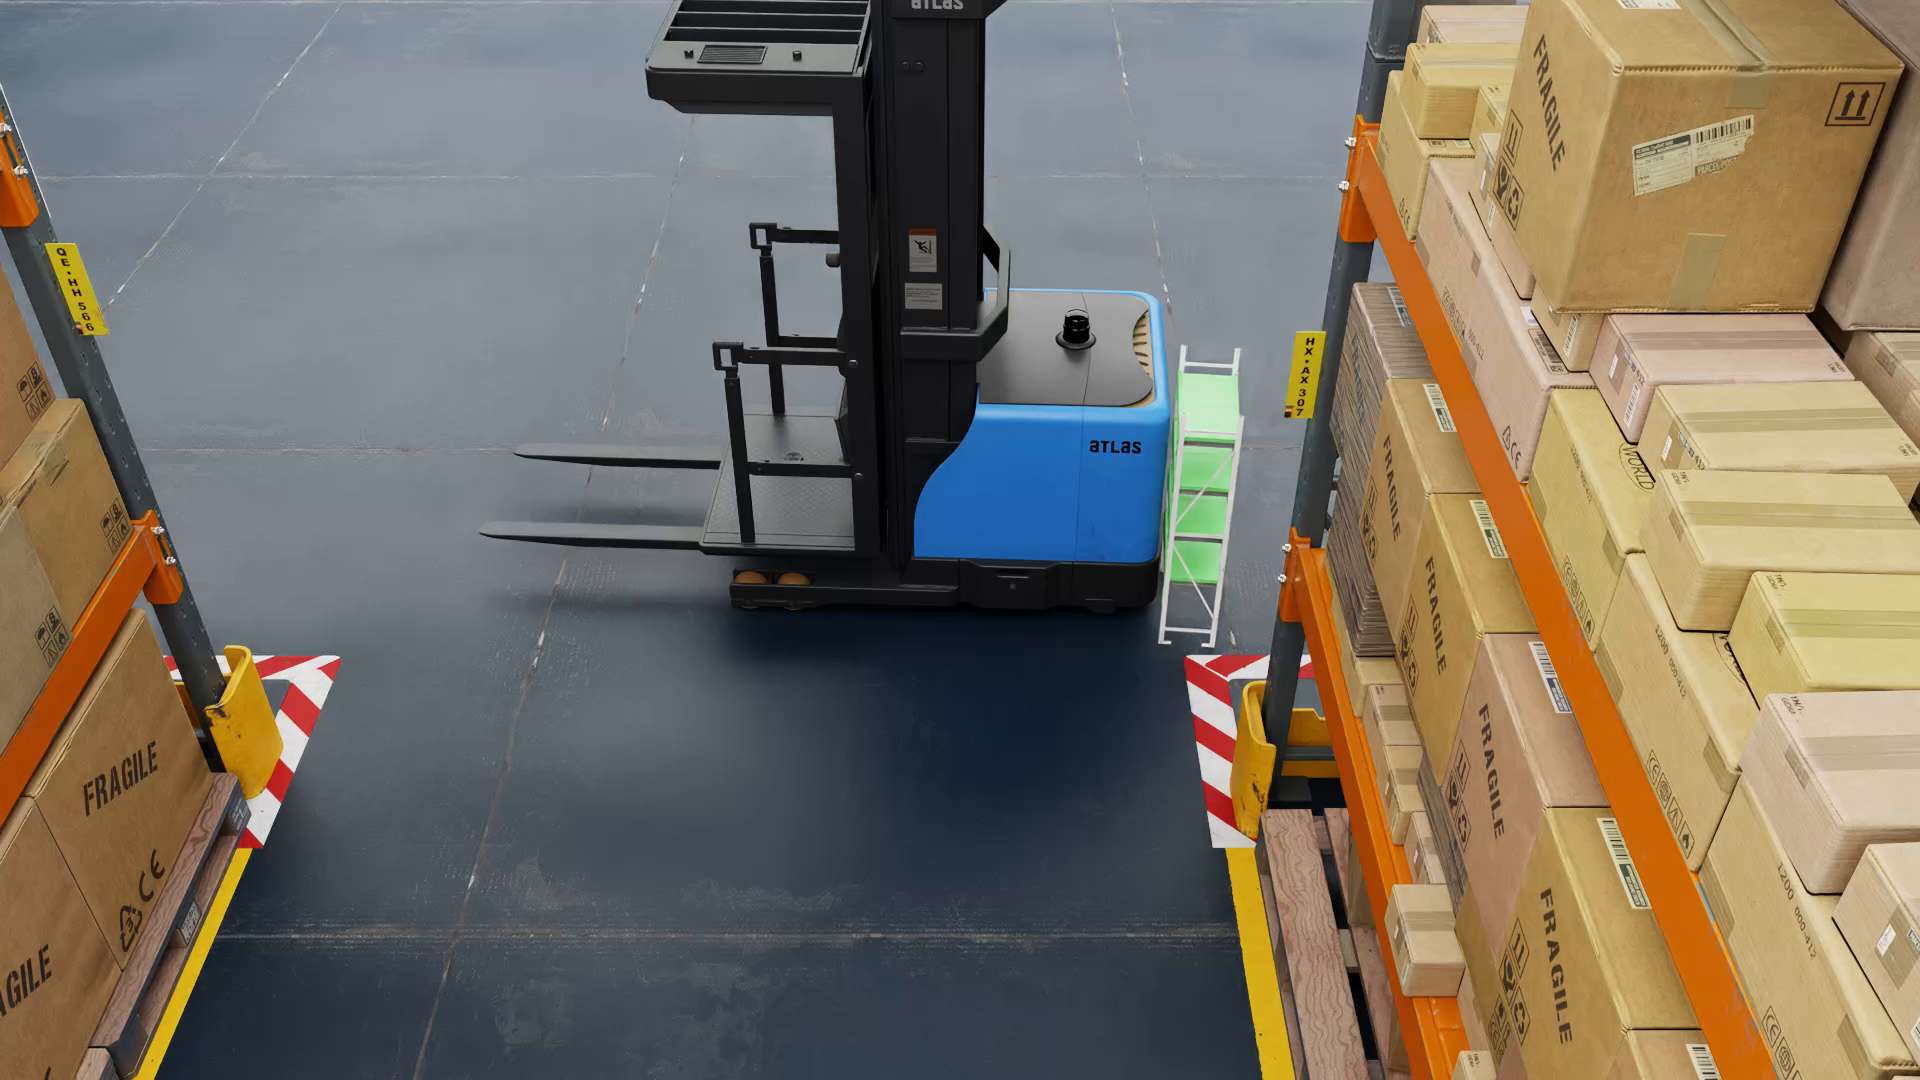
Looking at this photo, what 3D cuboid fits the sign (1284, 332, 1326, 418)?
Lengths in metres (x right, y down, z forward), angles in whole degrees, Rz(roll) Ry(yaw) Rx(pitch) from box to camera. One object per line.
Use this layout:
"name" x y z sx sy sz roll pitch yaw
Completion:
"sign" 1.104 -0.525 5.315 0.100 0.325 0.005 0 39 0

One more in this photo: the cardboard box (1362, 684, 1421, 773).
"cardboard box" 1.396 0.558 4.857 0.380 0.149 0.250 0 39 0

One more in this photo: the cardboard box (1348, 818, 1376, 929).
"cardboard box" 1.631 1.014 5.749 0.500 0.500 0.500 7 39 8

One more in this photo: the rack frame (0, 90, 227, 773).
"rack frame" -3.313 -0.248 5.660 1.000 3.000 0.127 0 39 0

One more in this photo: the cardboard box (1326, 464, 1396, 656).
"cardboard box" 1.620 0.001 5.032 0.875 0.500 0.500 0 39 0

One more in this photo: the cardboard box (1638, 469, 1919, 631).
"cardboard box" 1.356 0.019 2.730 0.380 0.149 0.250 2 39 2

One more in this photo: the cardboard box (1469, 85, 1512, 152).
"cardboard box" 1.443 -0.963 3.956 0.380 0.149 0.250 -1 39 -1

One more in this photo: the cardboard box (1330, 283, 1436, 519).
"cardboard box" 1.375 -0.389 4.719 0.500 0.500 0.500 0 39 0

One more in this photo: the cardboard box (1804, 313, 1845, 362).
"cardboard box" 1.897 -0.366 3.529 0.500 0.250 0.500 1 39 1

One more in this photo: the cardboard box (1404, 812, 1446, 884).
"cardboard box" 1.417 0.870 4.466 0.380 0.149 0.250 0 39 0

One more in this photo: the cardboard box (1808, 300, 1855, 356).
"cardboard box" 1.954 -0.468 3.338 0.380 0.149 0.250 -2 39 -2

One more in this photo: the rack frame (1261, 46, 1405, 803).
"rack frame" 1.647 -0.188 5.586 1.000 3.000 0.127 0 39 0

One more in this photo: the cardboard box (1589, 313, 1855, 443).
"cardboard box" 1.430 -0.314 3.145 0.380 0.149 0.250 0 39 -1

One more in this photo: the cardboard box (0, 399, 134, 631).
"cardboard box" -3.267 -0.074 5.324 0.875 0.550 0.550 0 39 0

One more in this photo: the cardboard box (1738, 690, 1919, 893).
"cardboard box" 1.340 0.346 2.322 0.380 0.149 0.250 -1 39 -1

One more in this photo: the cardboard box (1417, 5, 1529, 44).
"cardboard box" 1.416 -1.283 4.355 0.380 0.149 0.250 0 39 0

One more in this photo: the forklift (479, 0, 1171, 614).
"forklift" -0.625 -1.163 6.857 3.031 2.935 1.130 2 39 2

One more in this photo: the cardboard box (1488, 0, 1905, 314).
"cardboard box" 1.379 -0.780 3.208 0.500 0.500 0.500 0 39 0

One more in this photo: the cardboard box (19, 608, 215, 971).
"cardboard box" -3.246 0.842 5.664 0.875 0.875 0.875 0 39 0

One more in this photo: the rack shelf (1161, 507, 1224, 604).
"rack shelf" 1.003 0.070 7.189 0.258 0.148 0.480 4 39 5

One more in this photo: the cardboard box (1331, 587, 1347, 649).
"cardboard box" 1.390 0.245 5.247 0.380 0.149 0.250 0 39 0

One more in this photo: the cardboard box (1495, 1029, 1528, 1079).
"cardboard box" 1.646 1.252 3.472 0.875 0.500 0.500 0 39 0

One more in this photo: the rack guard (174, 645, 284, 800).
"rack guard" -3.313 0.713 6.461 1.175 0.500 0.348 0 39 0

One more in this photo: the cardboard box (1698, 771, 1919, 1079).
"cardboard box" 1.400 0.590 2.336 0.500 0.250 0.500 1 39 1

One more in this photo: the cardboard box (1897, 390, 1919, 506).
"cardboard box" 1.886 -0.134 2.921 0.380 0.149 0.250 1 39 1

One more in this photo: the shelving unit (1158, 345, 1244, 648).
"shelving unit" 1.003 -0.167 6.999 0.258 1.200 0.503 4 39 5

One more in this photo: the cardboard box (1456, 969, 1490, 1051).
"cardboard box" 1.447 1.183 4.076 0.380 0.149 0.250 0 39 0

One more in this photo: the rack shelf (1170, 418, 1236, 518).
"rack shelf" 1.003 -0.305 6.889 0.258 0.148 0.480 4 39 5

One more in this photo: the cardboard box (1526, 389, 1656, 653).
"cardboard box" 1.398 -0.041 3.123 0.500 0.250 0.500 1 39 1

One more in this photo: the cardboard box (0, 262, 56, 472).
"cardboard box" -3.351 -0.495 4.986 0.875 0.550 0.550 0 39 0

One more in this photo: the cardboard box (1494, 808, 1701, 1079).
"cardboard box" 1.374 0.862 3.159 0.500 0.500 0.500 0 39 0

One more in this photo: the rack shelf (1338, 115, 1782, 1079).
"rack shelf" 1.649 0.173 3.312 1.077 0.370 4.000 0 39 0

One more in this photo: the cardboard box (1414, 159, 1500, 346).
"cardboard box" 1.396 -0.676 3.916 0.500 0.250 0.500 -1 39 -1

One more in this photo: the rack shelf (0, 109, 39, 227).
"rack shelf" -3.311 0.113 3.386 1.077 0.370 4.000 0 39 0

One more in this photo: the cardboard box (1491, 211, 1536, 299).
"cardboard box" 1.368 -0.641 3.553 0.380 0.149 0.250 0 39 0

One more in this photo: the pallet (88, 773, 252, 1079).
"pallet" -3.234 1.341 5.908 1.003 0.211 1.213 0 39 0

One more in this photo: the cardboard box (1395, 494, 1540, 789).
"cardboard box" 1.371 0.236 3.939 0.500 0.500 0.500 0 39 0

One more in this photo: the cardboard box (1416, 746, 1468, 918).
"cardboard box" 1.698 0.626 4.252 0.875 0.500 0.500 0 39 0

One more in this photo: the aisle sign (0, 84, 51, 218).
"aisle sign" -3.013 -1.307 4.903 0.394 0.787 0.004 0 39 0

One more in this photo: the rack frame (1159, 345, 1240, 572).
"rack frame" 1.027 -0.319 7.189 0.240 1.200 0.015 4 39 5
